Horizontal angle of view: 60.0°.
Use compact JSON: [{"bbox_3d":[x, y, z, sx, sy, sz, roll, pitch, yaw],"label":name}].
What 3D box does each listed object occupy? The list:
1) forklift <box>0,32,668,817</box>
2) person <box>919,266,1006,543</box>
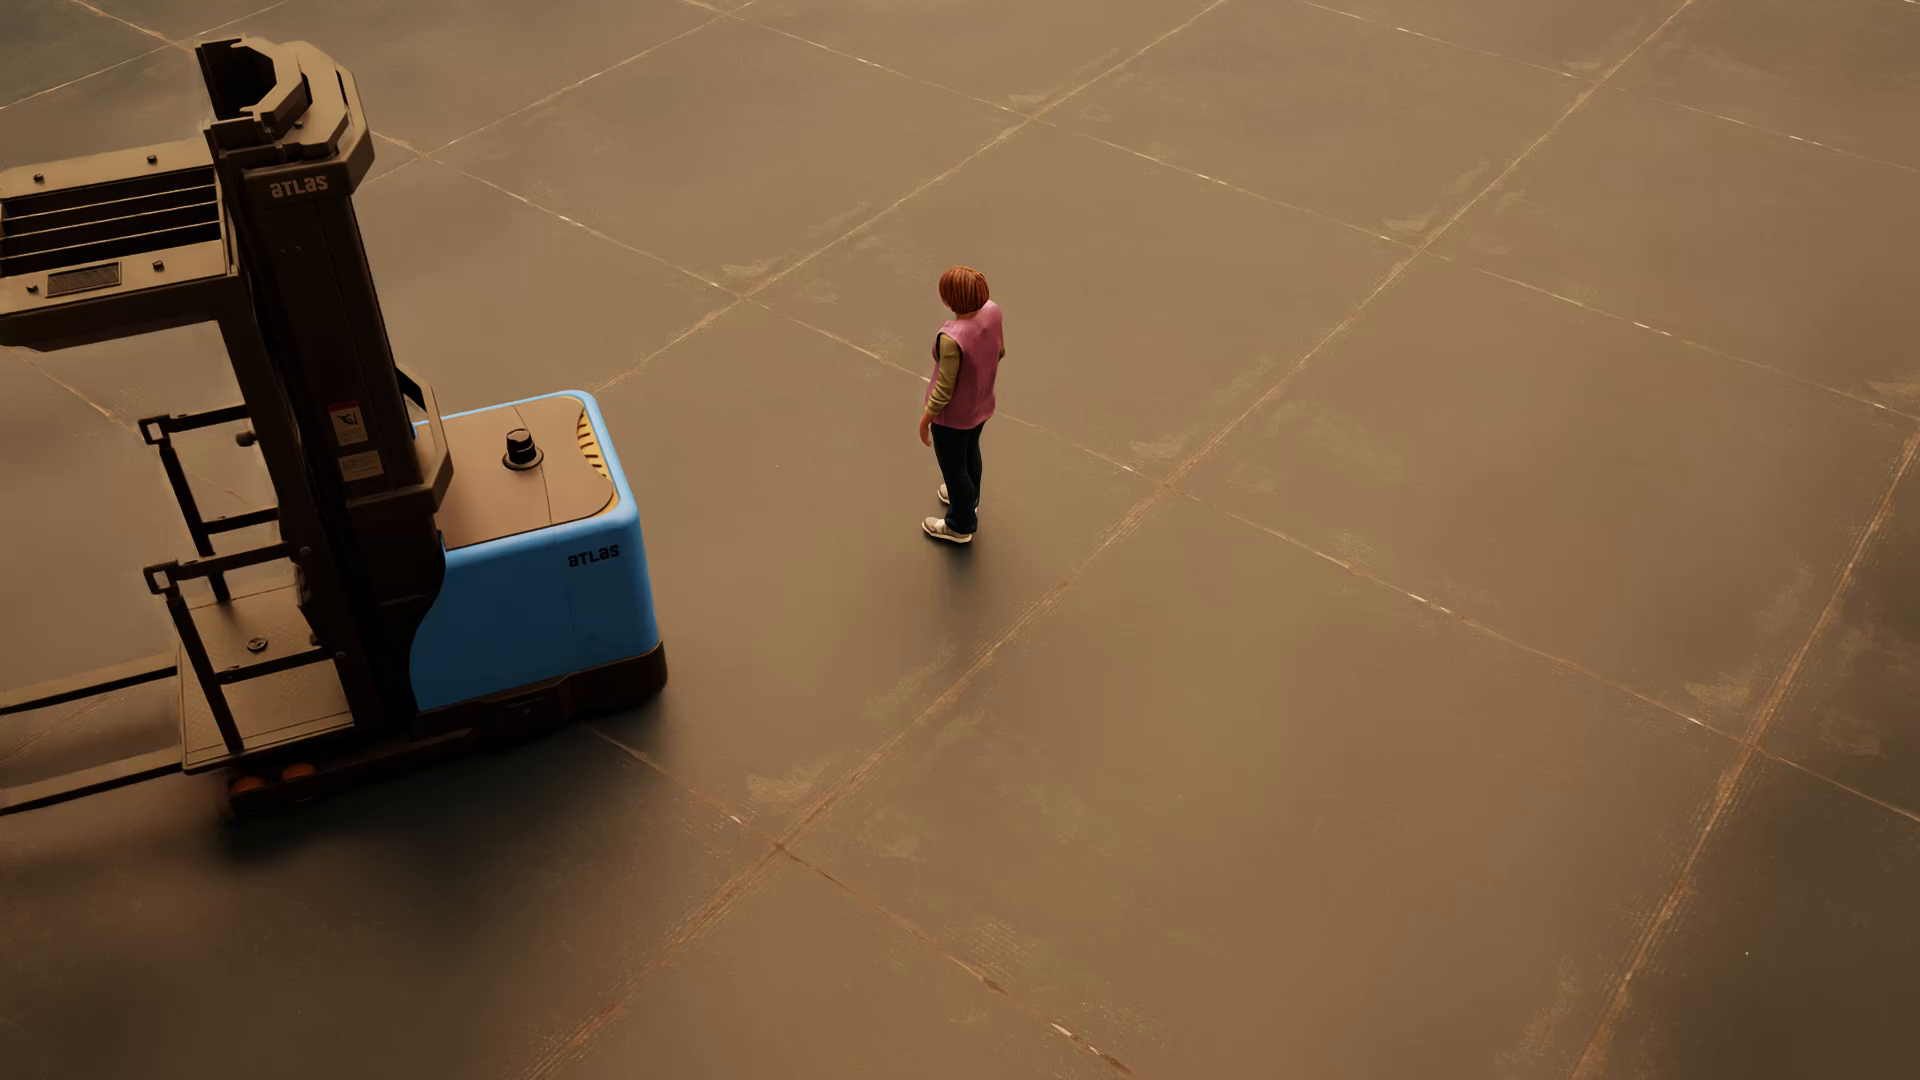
[{"bbox_3d":[-2.886,-0.354,6.489,3.031,2.935,1.130,-14,43,-16],"label":"forklift"},{"bbox_3d":[-0.050,-0.649,7.853,0.476,1.596,0.520,26,47,28],"label":"person"}]
